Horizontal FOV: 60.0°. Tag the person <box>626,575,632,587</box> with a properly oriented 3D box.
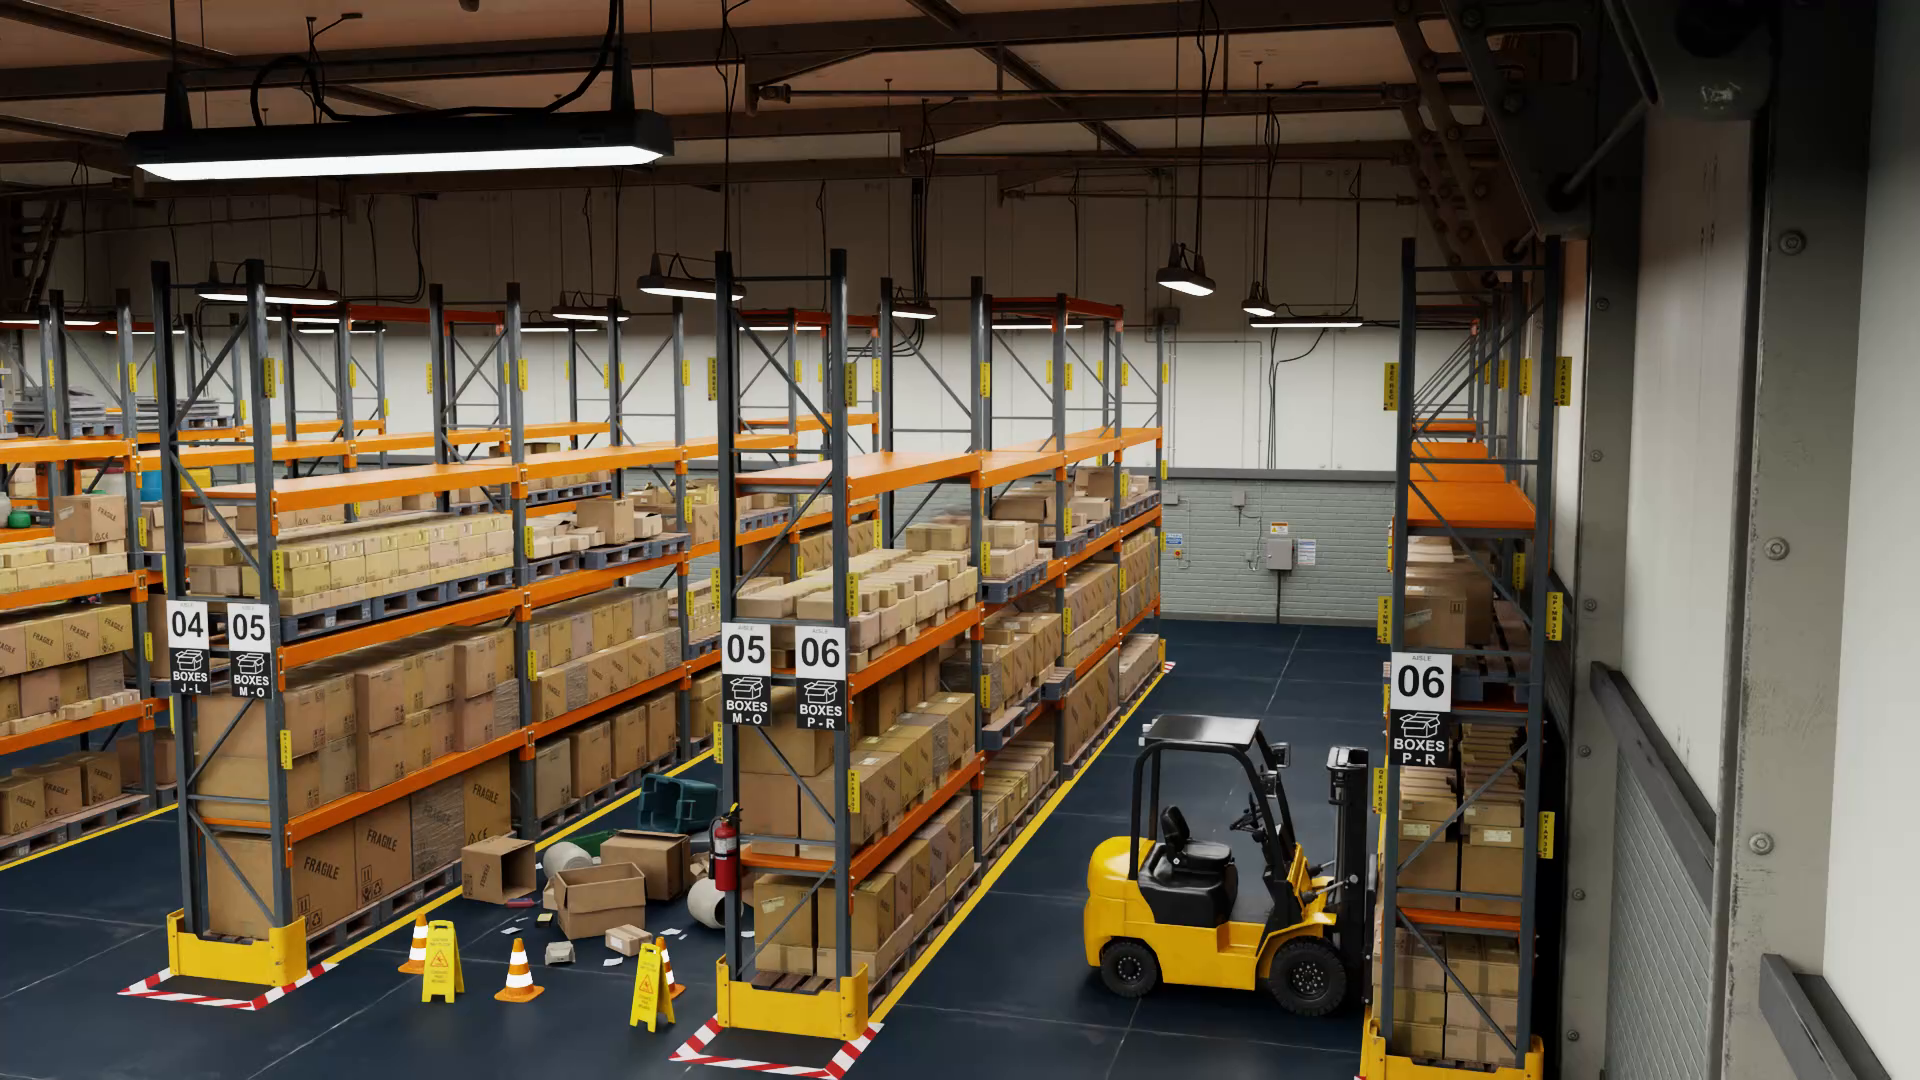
[{"bbox_3d":[-6.799,0.814,33.368,0.859,1.640,0.520,-1,6,-8],"label":"person"}]
